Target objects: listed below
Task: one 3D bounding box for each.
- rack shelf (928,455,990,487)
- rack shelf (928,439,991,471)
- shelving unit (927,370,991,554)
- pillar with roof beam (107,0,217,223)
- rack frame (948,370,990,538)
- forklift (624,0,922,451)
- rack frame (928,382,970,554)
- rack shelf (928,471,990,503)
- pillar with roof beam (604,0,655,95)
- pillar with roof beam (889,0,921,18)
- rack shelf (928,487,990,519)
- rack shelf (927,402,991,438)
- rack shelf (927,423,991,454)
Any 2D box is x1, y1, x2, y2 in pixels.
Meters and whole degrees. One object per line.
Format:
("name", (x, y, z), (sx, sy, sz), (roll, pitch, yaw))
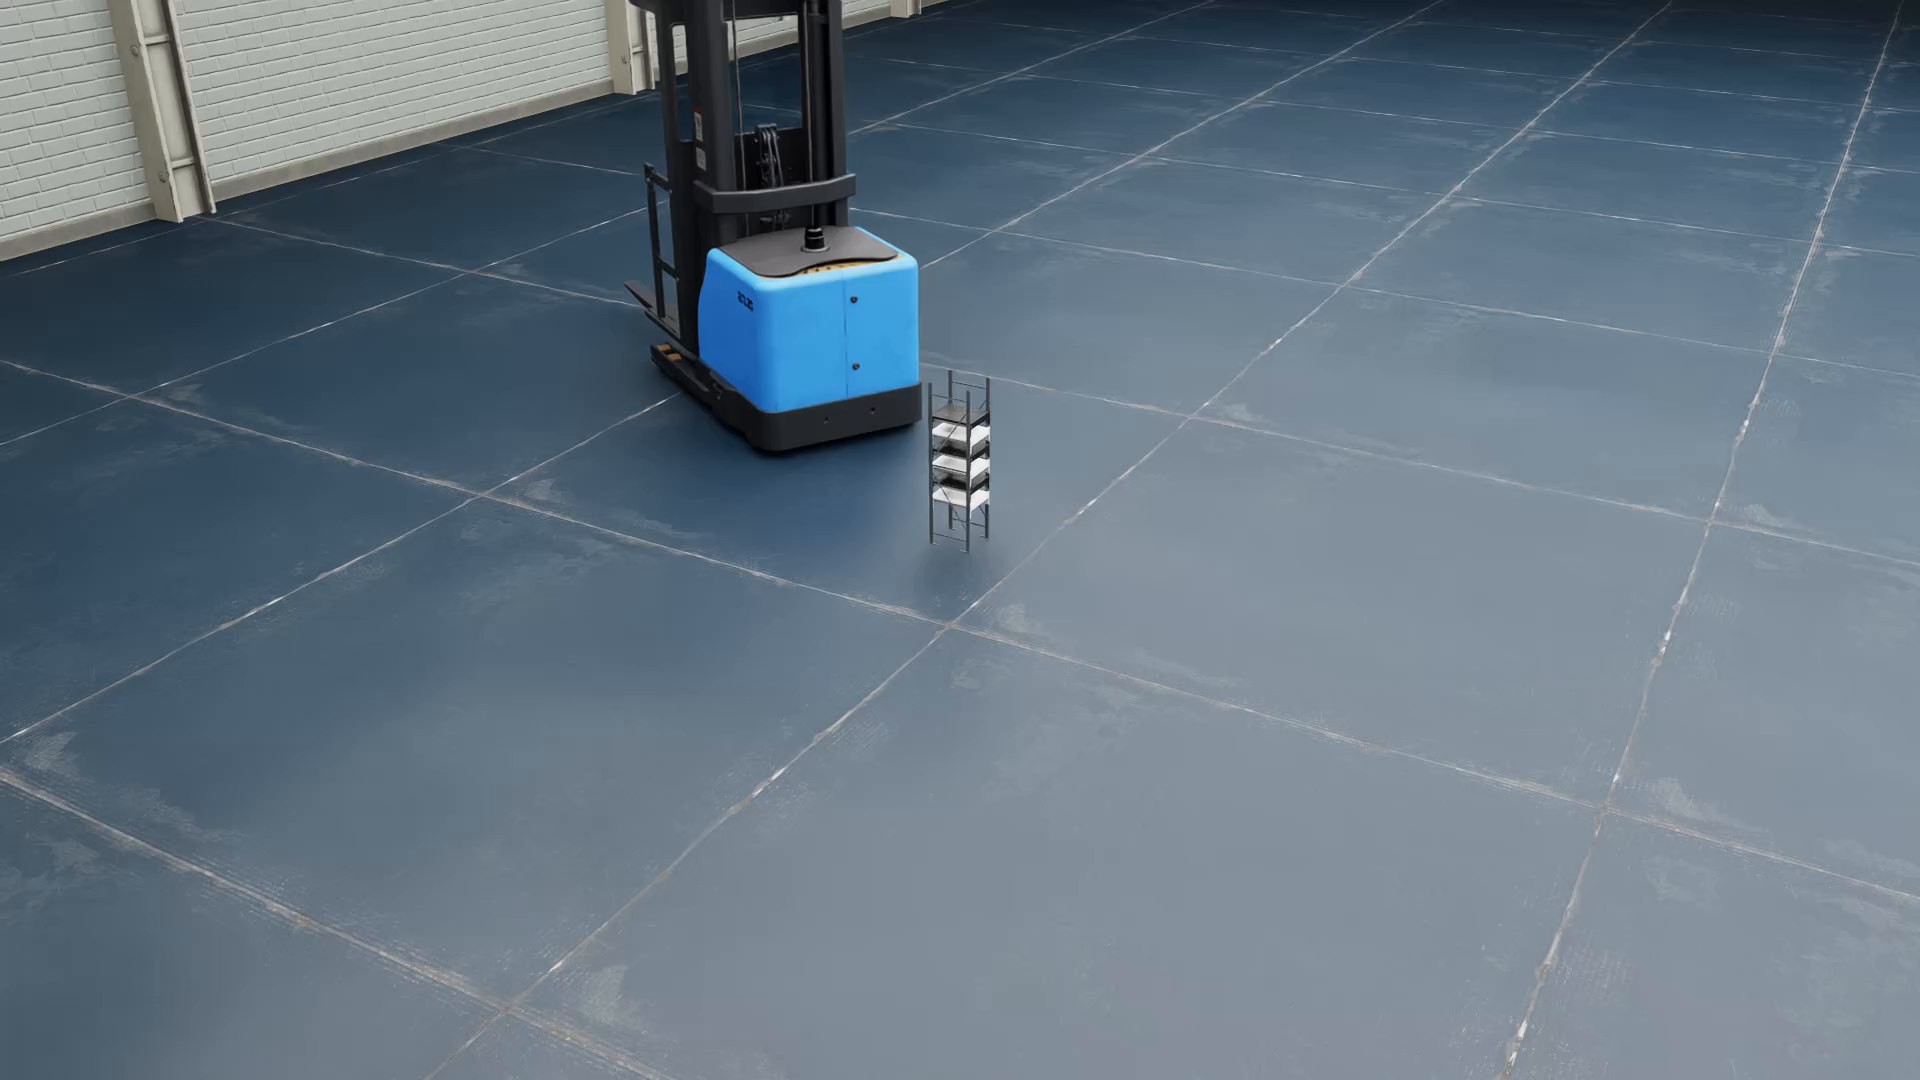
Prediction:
("rack shelf", (-0.004, -0.369, 8.557), (0.258, 0.077, 0.200), (14, 30, 26))
("rack shelf", (-0.004, -0.450, 8.517), (0.258, 0.077, 0.200), (14, 30, 26))
("shelving unit", (-0.004, -0.399, 8.542), (0.258, 0.900, 0.210), (14, 30, 26))
("pillar with roof beam", (-2.937, -5.885, 10.452), (9.100, 9.000, 0.400), (14, 30, 26))
("rack frame", (0.046, -0.439, 8.621), (0.240, 0.900, 0.006), (14, 30, 26))
("forklift", (-1.387, -2.449, 10.369), (1.130, 2.935, 3.031), (-14, 30, -26))
("rack frame", (-0.054, -0.360, 8.463), (0.240, 0.900, 0.006), (14, 30, 26))
("rack shelf", (-0.004, -0.289, 8.597), (0.258, 0.077, 0.200), (14, 30, 26))
("pillar with roof beam", (0.014, -8.223, 15.124), (9.100, 9.000, 0.400), (14, 30, 26))
("pillar with roof beam", (2.966, -10.561, 19.795), (9.100, 9.000, 0.400), (14, 30, 26))
("rack shelf", (-0.004, -0.208, 8.638), (0.258, 0.077, 0.200), (14, 30, 26))
("rack shelf", (-0.004, -0.611, 8.436), (0.258, 0.077, 0.200), (14, 30, 26))
("rack shelf", (-0.004, -0.530, 8.477), (0.258, 0.077, 0.200), (14, 30, 26))
